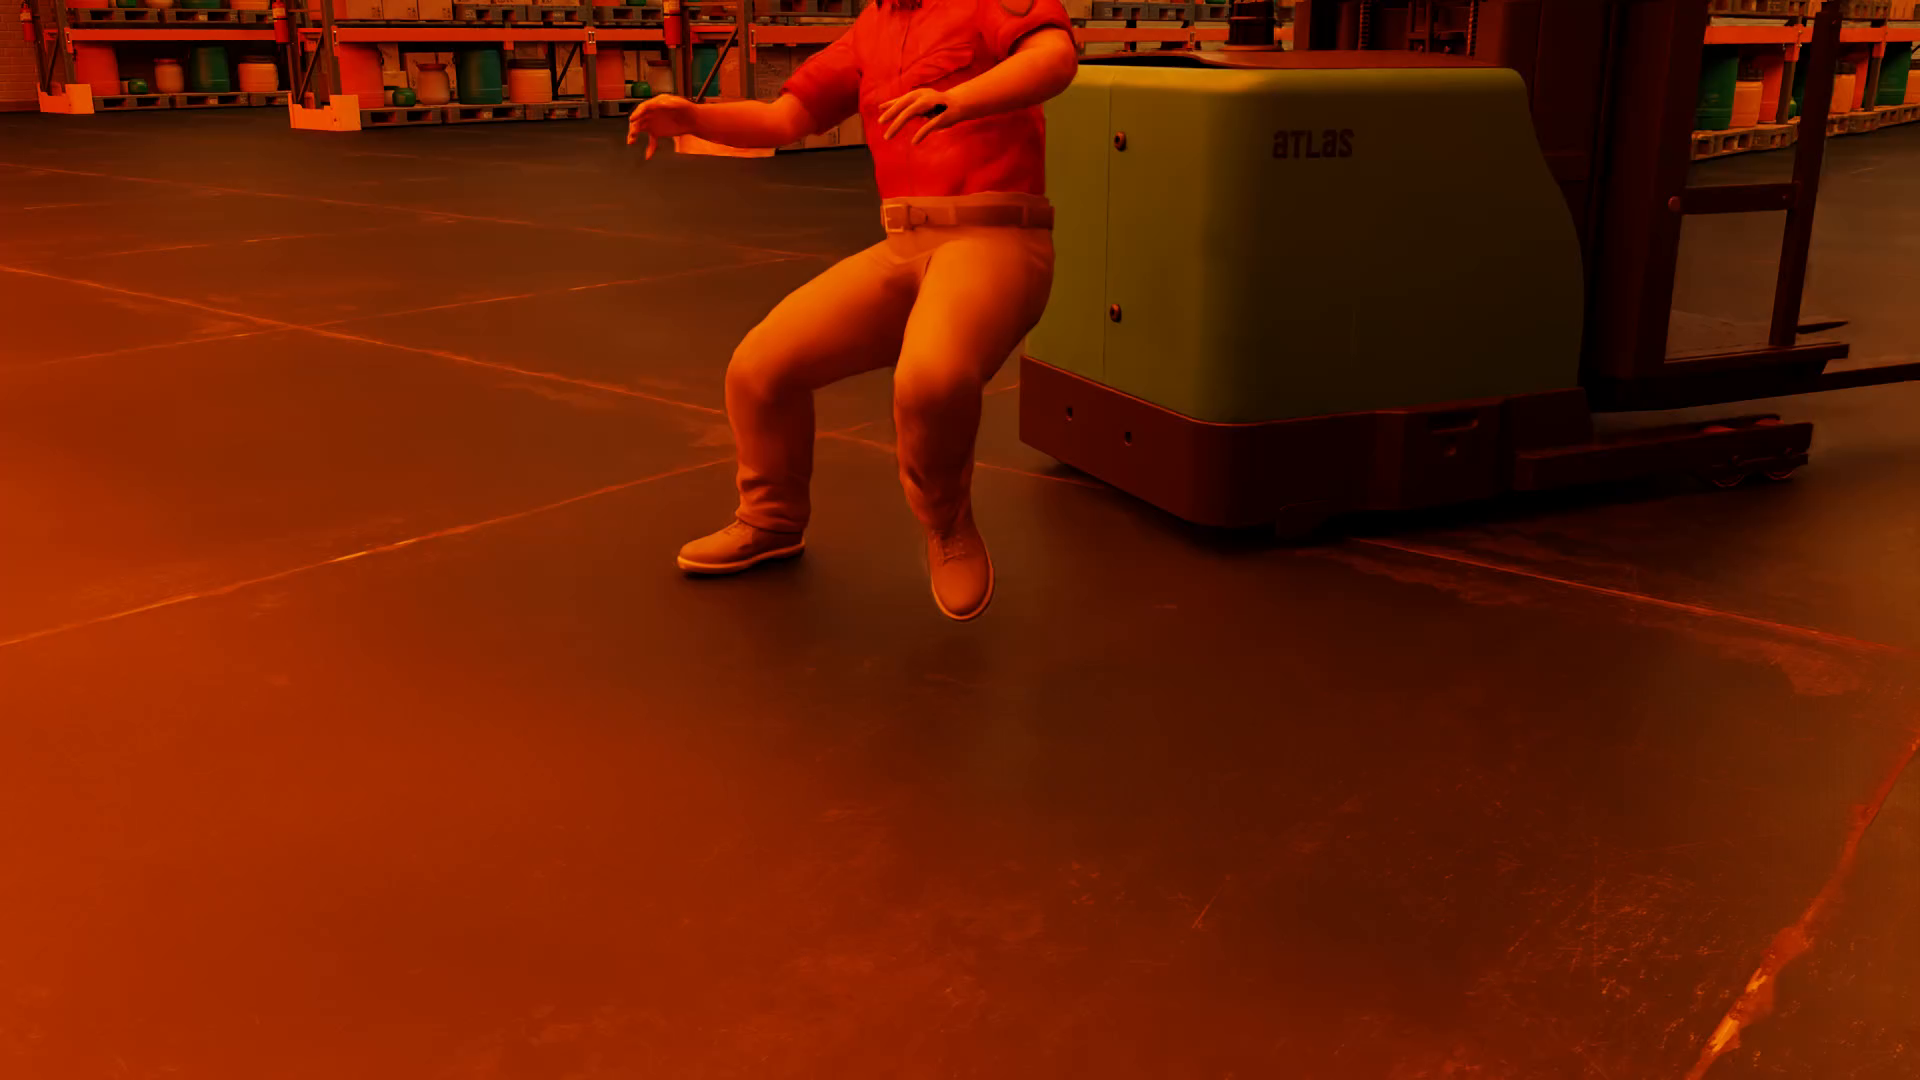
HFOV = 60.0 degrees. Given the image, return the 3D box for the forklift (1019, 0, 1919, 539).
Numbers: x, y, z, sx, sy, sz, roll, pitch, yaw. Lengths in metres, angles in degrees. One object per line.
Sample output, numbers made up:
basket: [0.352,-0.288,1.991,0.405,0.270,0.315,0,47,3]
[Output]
forklift: [1.727,-1.671,4.400,3.031,2.935,1.130,-7,18,-23]

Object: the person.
person: [-0.213,-0.585,3.273,0.772,1.498,0.923,-13,21,-37]
